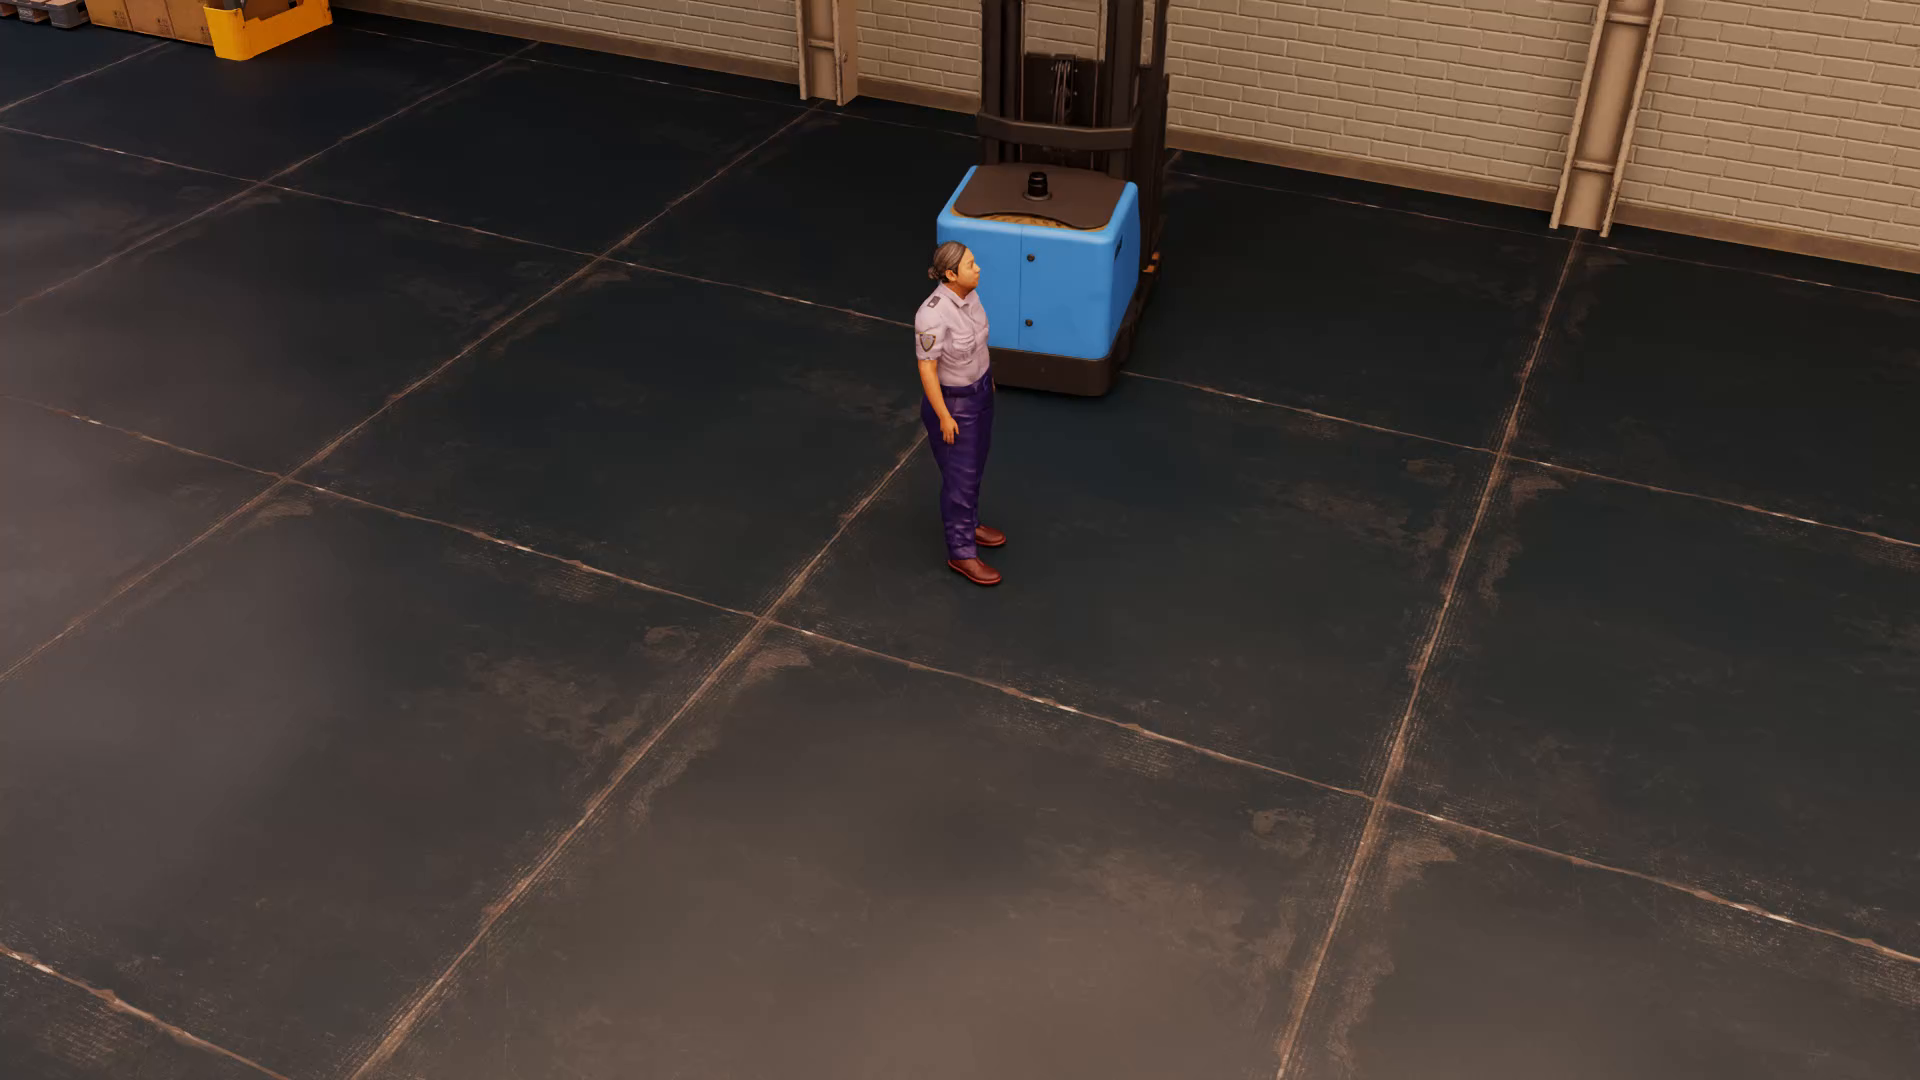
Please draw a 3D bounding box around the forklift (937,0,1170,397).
[{"bbox_3d":[0.731,-2.880,10.124,1.130,2.935,3.031,9,36,12],"label":"forklift"}]

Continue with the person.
[{"bbox_3d":[0.072,-0.644,8.081,0.503,1.650,0.599,15,38,20],"label":"person"}]
